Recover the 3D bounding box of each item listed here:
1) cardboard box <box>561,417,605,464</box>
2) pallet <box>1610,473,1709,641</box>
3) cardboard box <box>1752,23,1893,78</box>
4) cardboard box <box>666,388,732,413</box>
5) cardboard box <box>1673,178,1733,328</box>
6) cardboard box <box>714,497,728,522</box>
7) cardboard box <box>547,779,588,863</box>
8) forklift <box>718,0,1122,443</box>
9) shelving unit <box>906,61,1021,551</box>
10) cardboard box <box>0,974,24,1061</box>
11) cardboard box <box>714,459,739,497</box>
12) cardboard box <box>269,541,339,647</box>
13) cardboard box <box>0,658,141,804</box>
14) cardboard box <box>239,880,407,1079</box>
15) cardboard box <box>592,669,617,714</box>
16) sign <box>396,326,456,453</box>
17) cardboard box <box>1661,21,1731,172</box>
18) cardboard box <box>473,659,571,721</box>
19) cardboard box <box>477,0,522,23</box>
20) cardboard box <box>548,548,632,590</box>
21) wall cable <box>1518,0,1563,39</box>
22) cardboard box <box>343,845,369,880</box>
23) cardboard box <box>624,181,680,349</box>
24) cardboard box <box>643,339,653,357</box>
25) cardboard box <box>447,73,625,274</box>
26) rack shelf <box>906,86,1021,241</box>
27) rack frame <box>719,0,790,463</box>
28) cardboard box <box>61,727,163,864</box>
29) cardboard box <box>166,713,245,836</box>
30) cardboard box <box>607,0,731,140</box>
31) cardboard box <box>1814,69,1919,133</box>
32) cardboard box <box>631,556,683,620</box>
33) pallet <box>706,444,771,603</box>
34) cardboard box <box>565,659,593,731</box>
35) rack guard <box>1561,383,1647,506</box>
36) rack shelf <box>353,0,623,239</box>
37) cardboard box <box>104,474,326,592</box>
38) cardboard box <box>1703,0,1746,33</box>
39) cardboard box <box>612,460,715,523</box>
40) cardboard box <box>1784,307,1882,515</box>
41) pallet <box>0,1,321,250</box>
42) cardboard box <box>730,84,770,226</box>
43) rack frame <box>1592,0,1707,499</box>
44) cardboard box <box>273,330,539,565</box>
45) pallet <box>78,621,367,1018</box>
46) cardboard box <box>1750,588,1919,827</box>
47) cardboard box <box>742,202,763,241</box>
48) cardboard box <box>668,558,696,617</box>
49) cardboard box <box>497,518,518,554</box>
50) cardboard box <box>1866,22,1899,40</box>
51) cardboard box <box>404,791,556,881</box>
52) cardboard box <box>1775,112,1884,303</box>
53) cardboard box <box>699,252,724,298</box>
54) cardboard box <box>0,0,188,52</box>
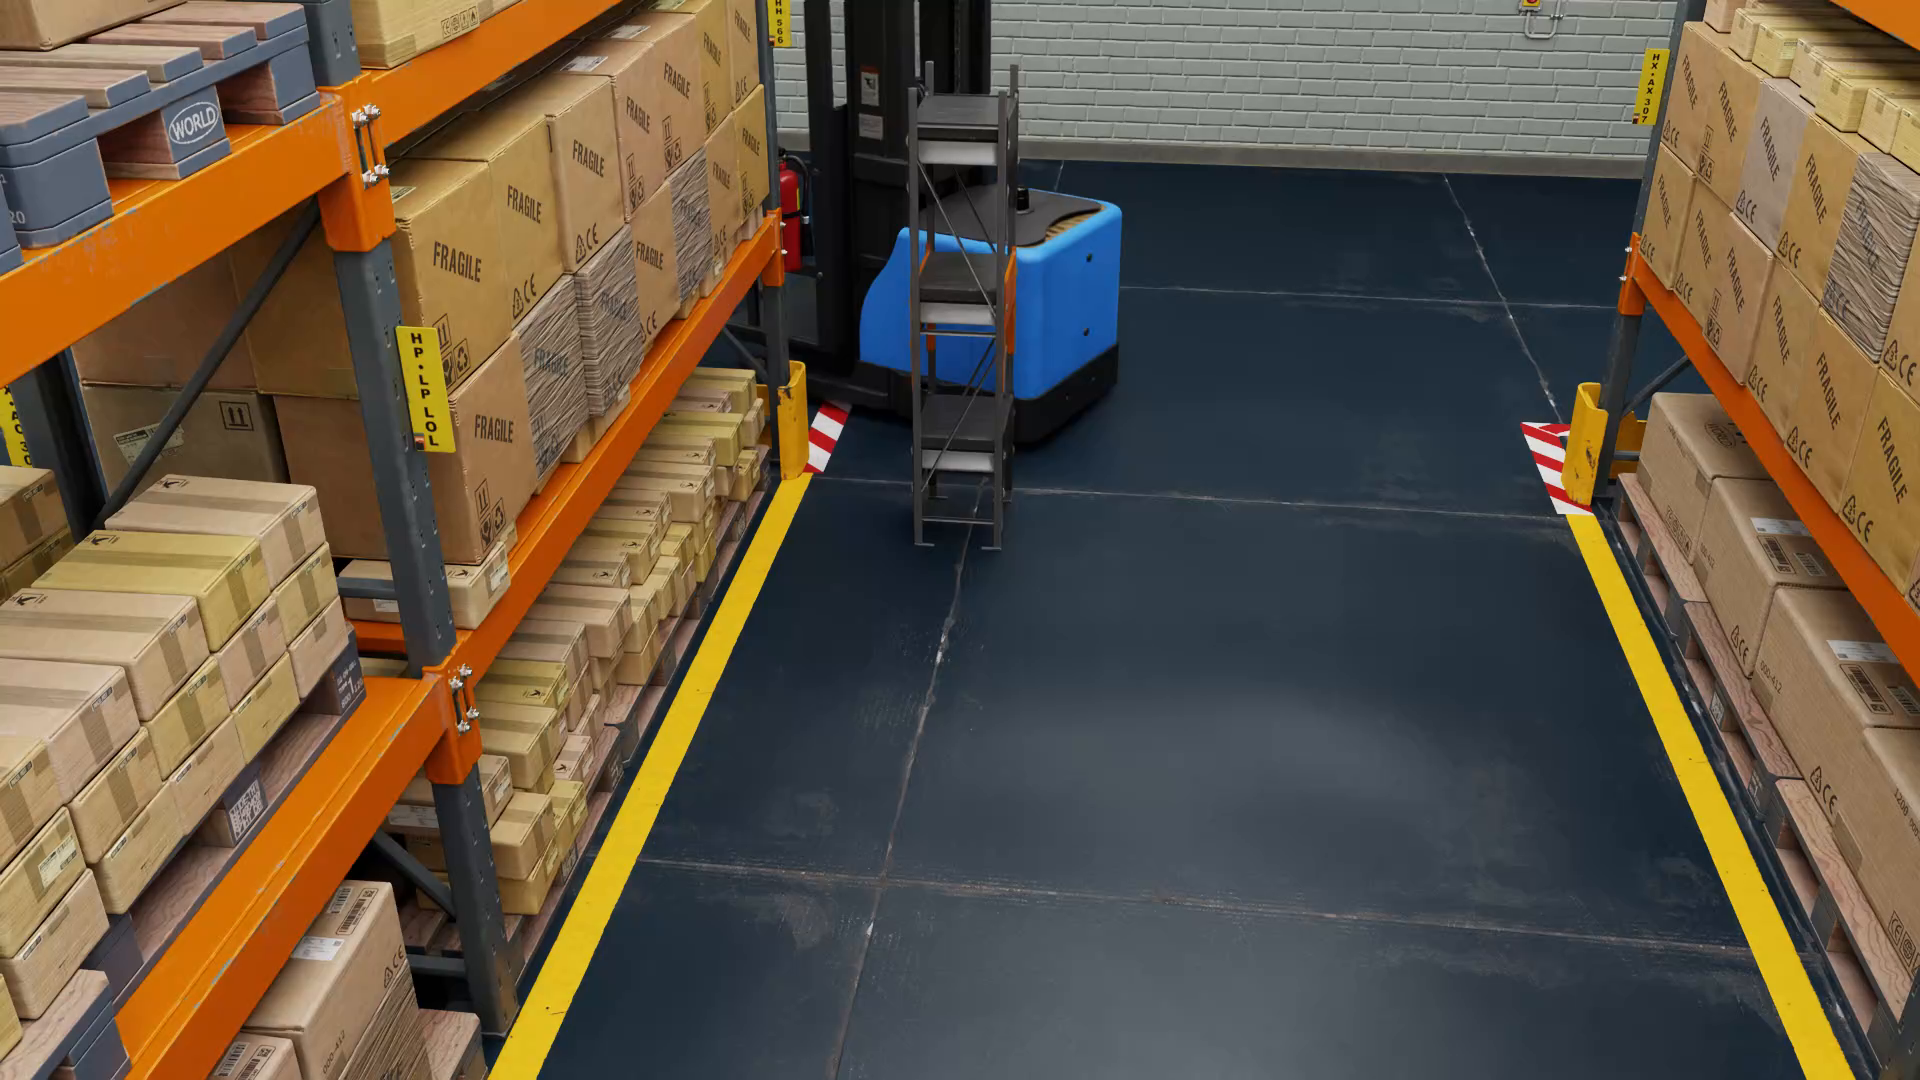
[{"bbox_3d":[-1.415,-0.385,5.566,0.380,0.149,0.250,4,29,7],"label":"cardboard box"},{"bbox_3d":[3.547,0.082,7.375,1.003,0.211,1.213,3,28,6],"label":"pallet"},{"bbox_3d":[3.127,-1.777,6.043,0.380,0.149,0.250,2,28,5],"label":"cardboard box"},{"bbox_3d":[-1.259,-0.580,7.599,0.380,0.149,0.250,4,29,7],"label":"cardboard box"},{"bbox_3d":[3.189,-1.122,6.564,0.500,0.500,0.500,3,28,5],"label":"cardboard box"},{"bbox_3d":[-1.265,-0.190,7.504,0.380,0.149,0.250,3,28,6],"label":"cardboard box"},{"bbox_3d":[-1.452,0.908,5.464,0.380,0.149,0.250,4,29,8],"label":"cardboard box"},{"bbox_3d":[-0.651,-2.294,8.919,3.031,2.935,1.130,16,32,27],"label":"forklift"},{"bbox_3d":[0.020,-1.002,7.397,0.431,2.100,0.503,3,28,6],"label":"shelving unit"},{"bbox_3d":[-1.857,0.854,2.825,0.380,0.149,0.250,5,29,8],"label":"cardboard box"},{"bbox_3d":[-1.201,-0.318,7.427,0.380,0.149,0.250,2,28,4],"label":"cardboard box"},{"bbox_3d":[-1.701,0.110,3.892,0.380,0.149,0.250,4,29,8],"label":"cardboard box"},{"bbox_3d":[-1.801,0.352,3.129,0.380,0.149,0.250,3,28,6],"label":"cardboard box"},{"bbox_3d":[-1.689,1.067,4.009,0.500,0.250,0.500,3,28,5],"label":"cardboard box"},{"bbox_3d":[-1.494,0.537,6.153,0.380,0.149,0.250,2,28,4],"label":"cardboard box"},{"bbox_3d":[-1.297,-0.363,4.040,0.100,0.325,0.005,3,28,6],"label":"sign"},{"bbox_3d":[3.225,-1.801,6.772,0.500,0.500,0.500,3,28,5],"label":"cardboard box"},{"bbox_3d":[-1.526,0.526,5.546,0.380,0.149,0.250,3,28,5],"label":"cardboard box"},{"bbox_3d":[-1.477,-1.577,4.511,0.500,0.250,0.500,3,28,5],"label":"cardboard box"},{"bbox_3d":[-1.453,0.154,6.237,0.380,0.149,0.250,2,28,4],"label":"cardboard box"},{"bbox_3d":[4.235,-4.643,12.102,0.585,1.953,0.123,3,28,6],"label":"wall cable"},{"bbox_3d":[-2.138,0.982,5.328,0.380,0.149,0.250,4,29,7],"label":"cardboard box"},{"bbox_3d":[-1.350,-1.000,6.024,0.500,0.500,0.500,5,29,9],"label":"cardboard box"},{"bbox_3d":[-1.379,-0.759,6.261,0.380,0.149,0.250,4,29,7],"label":"cardboard box"},{"bbox_3d":[-1.410,-1.178,5.300,0.500,0.500,0.500,4,29,7],"label":"cardboard box"},{"bbox_3d":[0.020,-1.607,7.071,0.431,0.518,0.480,3,28,6],"label":"rack shelf"},{"bbox_3d":[-1.358,-1.767,7.867,1.000,3.000,0.127,3,28,6],"label":"rack frame"},{"bbox_3d":[-1.795,0.479,3.206,0.380,0.149,0.250,2,28,5],"label":"cardboard box"},{"bbox_3d":[-1.764,0.480,3.519,0.380,0.149,0.250,3,28,6],"label":"cardboard box"},{"bbox_3d":[-1.229,-1.914,6.666,0.500,0.500,0.500,2,28,4],"label":"cardboard box"},{"bbox_3d":[3.017,-1.418,5.376,0.380,0.149,0.250,3,28,5],"label":"cardboard box"},{"bbox_3d":[-1.308,0.178,6.507,0.380,0.149,0.250,4,29,7],"label":"cardboard box"},{"bbox_3d":[-1.502,-0.123,7.756,1.003,0.211,1.213,3,28,6],"label":"pallet"},{"bbox_3d":[-1.514,0.535,5.843,0.380,0.149,0.250,2,28,4],"label":"cardboard box"},{"bbox_3d":[3.570,-0.437,8.035,1.175,0.500,0.348,3,28,6],"label":"rack guard"},{"bbox_3d":[-1.603,-1.829,5.578,1.077,0.370,4.000,3,28,6],"label":"rack shelf"},{"bbox_3d":[-1.704,-0.020,3.819,0.380,0.149,0.250,5,29,9],"label":"cardboard box"},{"bbox_3d":[3.249,-2.145,6.726,0.380,0.149,0.250,4,29,7],"label":"cardboard box"},{"bbox_3d":[-1.237,-0.202,6.899,0.380,0.149,0.250,4,29,8],"label":"cardboard box"},{"bbox_3d":[2.985,-0.401,5.226,0.500,0.500,0.500,3,28,5],"label":"cardboard box"},{"bbox_3d":[-2.030,-0.837,3.177,1.213,0.211,1.003,3,28,6],"label":"pallet"},{"bbox_3d":[-1.158,-1.715,7.352,0.500,0.500,0.500,4,29,7],"label":"cardboard box"},{"bbox_3d":[3.567,-1.527,7.421,1.000,3.000,0.127,3,28,6],"label":"rack frame"},{"bbox_3d":[-1.537,-0.277,4.683,0.500,0.500,0.500,3,28,5],"label":"cardboard box"},{"bbox_3d":[-2.086,0.552,3.765,1.003,0.211,1.213,3,28,6],"label":"pallet"},{"bbox_3d":[3.369,0.589,5.754,0.875,0.438,0.875,3,28,5],"label":"cardboard box"},{"bbox_3d":[-1.118,-1.486,7.611,0.380,0.149,0.250,3,28,6],"label":"cardboard box"},{"bbox_3d":[-1.304,0.178,6.820,0.380,0.149,0.250,4,29,7],"label":"cardboard box"},{"bbox_3d":[-1.531,-0.014,4.877,0.380,0.149,0.250,4,29,8],"label":"cardboard box"},{"bbox_3d":[3.714,-1.995,6.447,0.380,0.149,0.250,4,29,7],"label":"cardboard box"},{"bbox_3d":[-1.486,0.903,5.160,0.380,0.149,0.250,5,29,9],"label":"cardboard box"},{"bbox_3d":[3.054,-1.080,5.433,0.500,0.500,0.500,3,29,6],"label":"cardboard box"},{"bbox_3d":[-1.209,-1.131,6.952,0.380,0.149,0.250,4,29,8],"label":"cardboard box"},{"bbox_3d":[-2.004,-1.261,3.218,0.700,0.500,0.500,3,28,6],"label":"cardboard box"}]
